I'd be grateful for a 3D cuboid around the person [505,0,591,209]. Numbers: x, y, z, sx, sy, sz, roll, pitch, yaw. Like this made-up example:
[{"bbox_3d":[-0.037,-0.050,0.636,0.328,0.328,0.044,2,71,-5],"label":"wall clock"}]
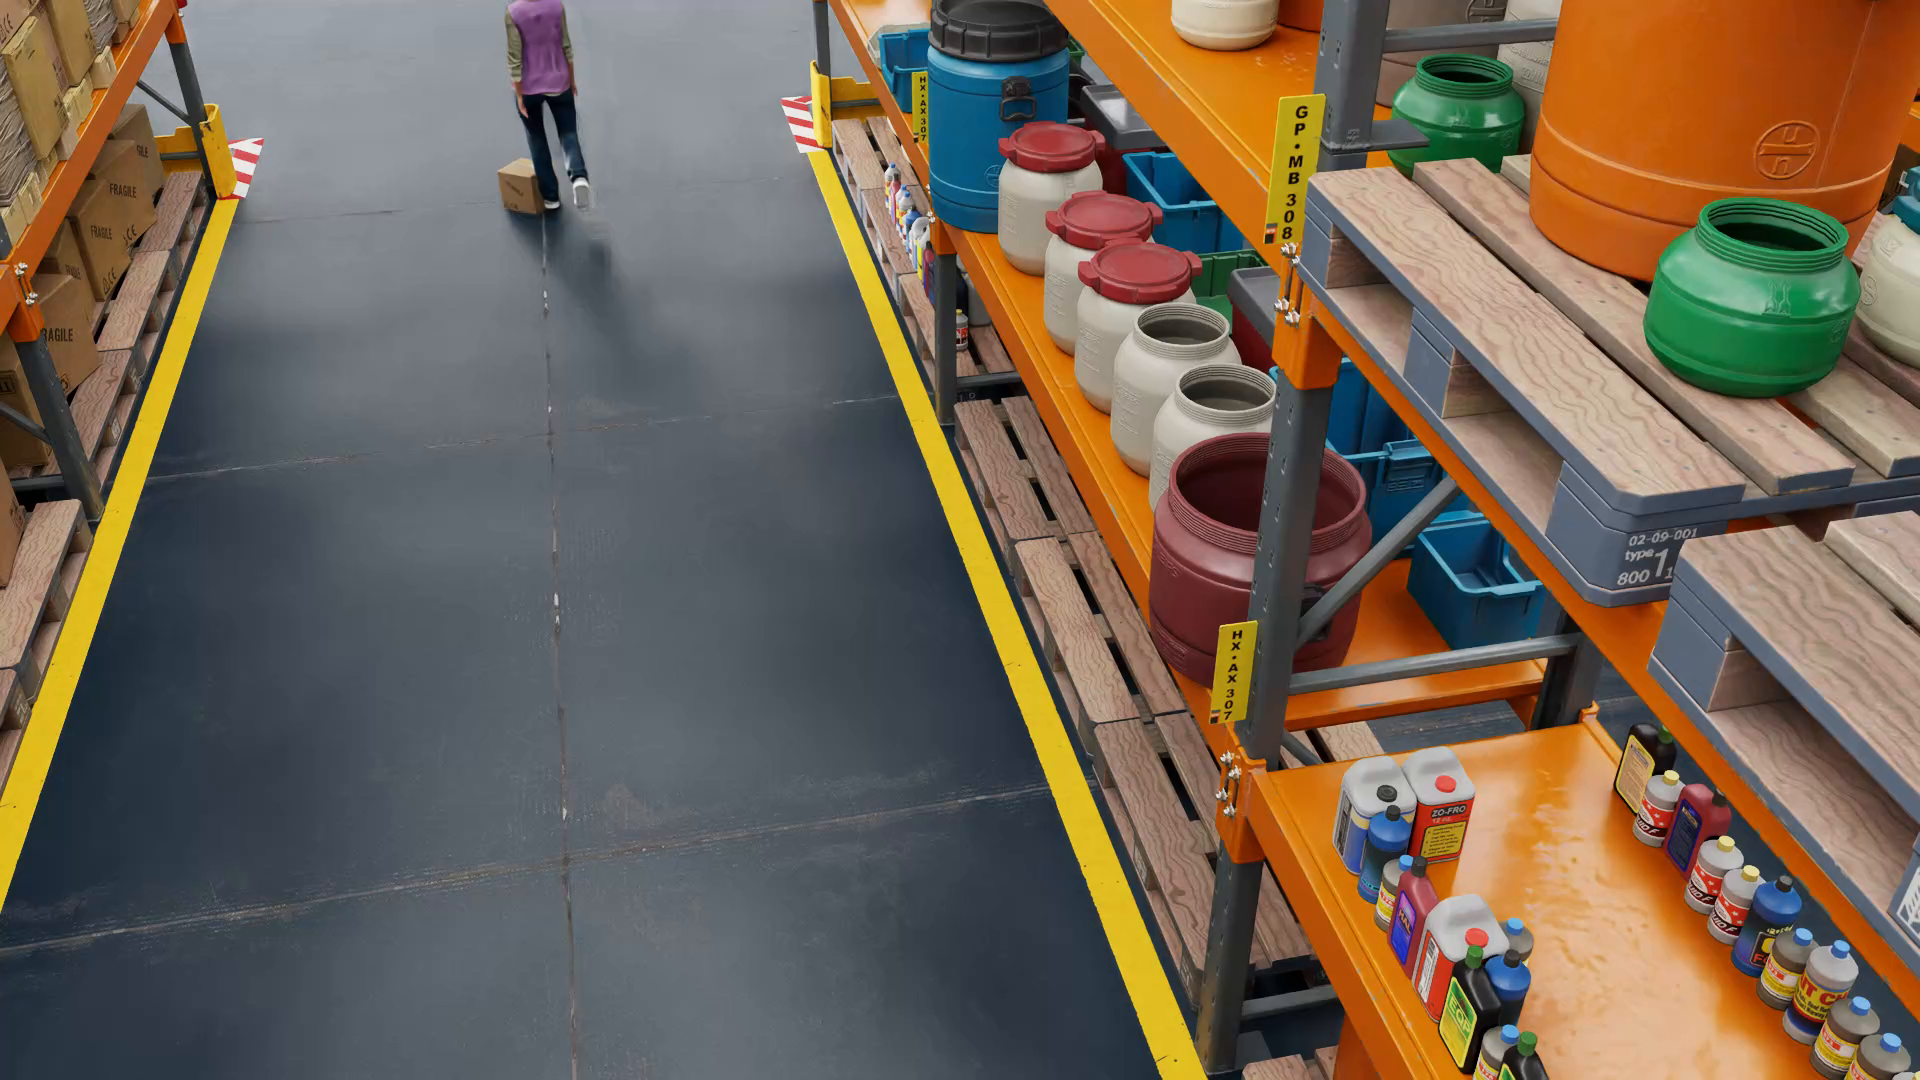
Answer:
[{"bbox_3d":[-2.495,-2.711,10.022,0.410,1.577,0.656,-14,37,-19],"label":"person"}]
